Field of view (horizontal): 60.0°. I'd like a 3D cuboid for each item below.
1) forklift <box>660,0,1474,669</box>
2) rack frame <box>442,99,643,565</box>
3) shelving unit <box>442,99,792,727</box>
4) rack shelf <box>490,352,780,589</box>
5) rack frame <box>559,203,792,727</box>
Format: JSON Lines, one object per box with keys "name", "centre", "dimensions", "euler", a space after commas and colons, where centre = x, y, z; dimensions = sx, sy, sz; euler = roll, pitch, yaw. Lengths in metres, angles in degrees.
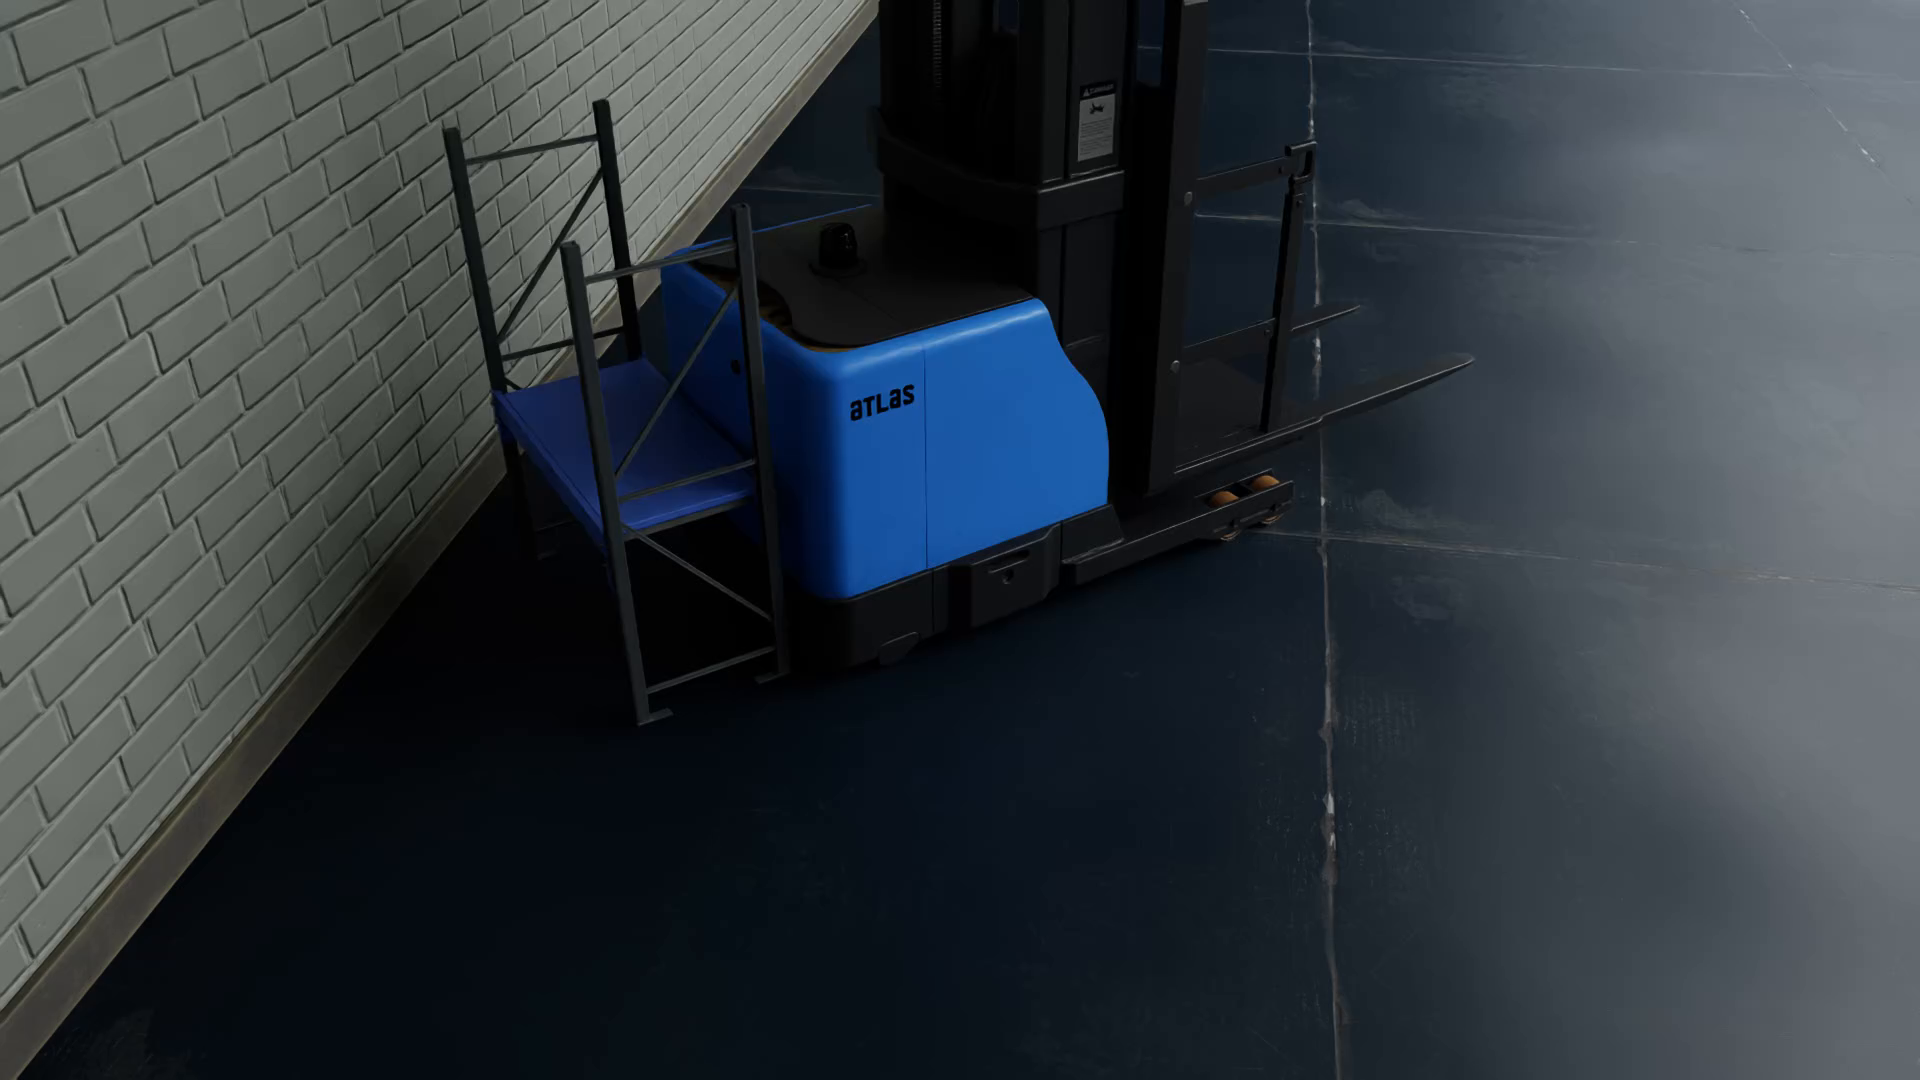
{"name": "forklift", "centre": [0.560, -1.454, 5.310], "dimensions": [3.031, 2.935, 1.130], "euler": [-20, 37, -28]}
{"name": "rack frame", "centre": [-1.268, -0.625, 5.326], "dimensions": [0.500, 1.500, 0.032], "euler": [-18, 36, -25]}
{"name": "shelving unit", "centre": [-1.009, -0.393, 4.955], "dimensions": [0.538, 1.500, 1.048], "euler": [-18, 36, -25]}
{"name": "rack shelf", "centre": [-1.006, -0.242, 5.052], "dimensions": [0.538, 0.185, 1.000], "euler": [-18, 36, -25]}
{"name": "rack frame", "centre": [-0.750, -0.161, 4.584], "dimensions": [0.500, 1.500, 0.032], "euler": [-18, 36, -25]}
